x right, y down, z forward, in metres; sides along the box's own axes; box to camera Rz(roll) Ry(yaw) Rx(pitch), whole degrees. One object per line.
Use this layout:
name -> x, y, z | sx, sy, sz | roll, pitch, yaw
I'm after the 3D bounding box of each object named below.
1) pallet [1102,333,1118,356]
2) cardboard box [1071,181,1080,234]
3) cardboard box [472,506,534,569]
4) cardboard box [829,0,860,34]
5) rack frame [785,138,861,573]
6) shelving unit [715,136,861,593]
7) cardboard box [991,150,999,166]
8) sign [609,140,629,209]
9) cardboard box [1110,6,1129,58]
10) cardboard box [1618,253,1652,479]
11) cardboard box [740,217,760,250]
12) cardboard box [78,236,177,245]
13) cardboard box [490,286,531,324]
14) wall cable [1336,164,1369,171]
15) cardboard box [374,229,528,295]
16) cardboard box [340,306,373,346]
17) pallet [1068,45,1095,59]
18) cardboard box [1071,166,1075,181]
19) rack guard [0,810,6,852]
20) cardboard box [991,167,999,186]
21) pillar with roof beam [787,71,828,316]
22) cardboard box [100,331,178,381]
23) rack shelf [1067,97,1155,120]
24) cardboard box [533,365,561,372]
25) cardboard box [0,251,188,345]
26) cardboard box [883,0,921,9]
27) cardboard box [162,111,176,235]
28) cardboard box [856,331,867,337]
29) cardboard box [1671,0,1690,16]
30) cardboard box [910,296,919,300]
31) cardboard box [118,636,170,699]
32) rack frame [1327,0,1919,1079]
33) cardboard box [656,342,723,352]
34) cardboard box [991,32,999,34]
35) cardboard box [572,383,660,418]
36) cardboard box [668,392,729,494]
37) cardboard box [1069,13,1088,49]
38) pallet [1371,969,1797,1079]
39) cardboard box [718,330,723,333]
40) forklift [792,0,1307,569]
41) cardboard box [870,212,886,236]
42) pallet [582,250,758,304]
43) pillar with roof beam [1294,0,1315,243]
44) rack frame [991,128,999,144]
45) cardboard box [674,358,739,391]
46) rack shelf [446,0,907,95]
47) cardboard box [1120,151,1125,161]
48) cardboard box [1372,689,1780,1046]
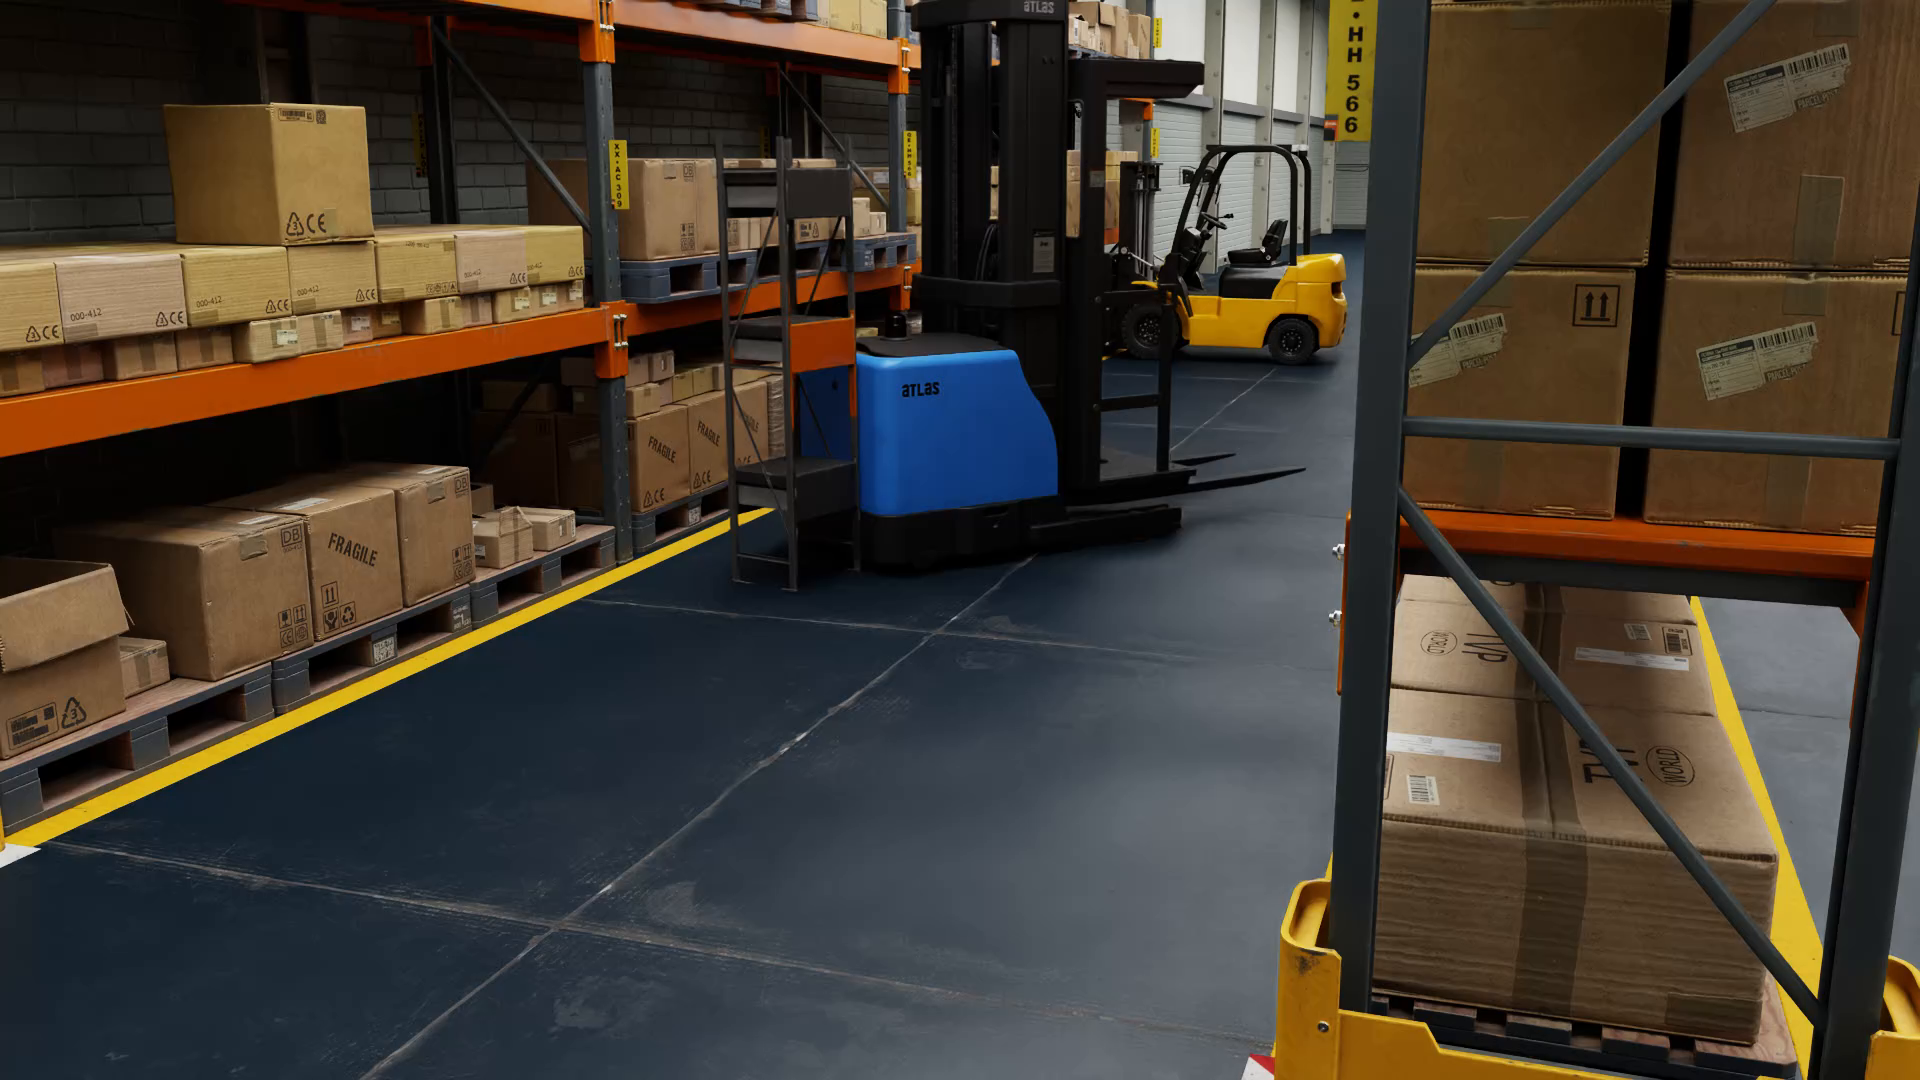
pallet -> 1.113, -2.126, 17.830 | 1.003, 0.211, 1.213 | 4, 14, 18
cardboard box -> 0.966, -3.298, 16.471 | 0.500, 0.500, 0.500 | 5, 14, 19
cardboard box -> -2.183, -0.037, 7.611 | 0.396, 0.266, 0.258 | 5, 14, 20
cardboard box -> -0.970, -3.379, 10.649 | 0.500, 0.250, 0.500 | 4, 14, 19
rack frame -> -0.668, -0.886, 8.142 | 0.400, 2.100, 0.015 | 8, 15, 34
shelving unit -> -0.807, -0.842, 7.946 | 0.431, 2.100, 0.503 | 8, 15, 34
cardboard box -> 0.240, -3.663, 15.943 | 0.380, 0.149, 0.250 | 4, 14, 19
sign -> -1.650, -1.764, 8.029 | 0.100, 0.325, 0.005 | 4, 14, 18
cardboard box -> 1.379, -5.351, 17.558 | 0.700, 0.500, 0.500 | 4, 14, 19
cardboard box -> 1.802, -0.418, 3.854 | 0.500, 0.500, 0.500 | 4, 13, 18
cardboard box -> -1.353, -1.783, 9.419 | 0.396, 0.266, 0.258 | 5, 14, 21
cardboard box -> -3.060, -1.047, 6.504 | 0.500, 0.250, 0.500 | 4, 14, 18
cardboard box -> -2.155, -1.059, 7.450 | 0.380, 0.149, 0.250 | 5, 14, 20
wall cable -> 12.550, -12.077, 48.655 | 3.097, 2.526, 0.112 | 4, 14, 18
cardboard box -> -2.248, -1.220, 7.260 | 0.500, 0.250, 0.500 | 4, 14, 19
cardboard box -> -2.546, -0.848, 6.526 | 0.380, 0.149, 0.250 | 4, 14, 18
pallet -> 0.674, -4.664, 16.141 | 1.003, 0.211, 1.213 | 4, 14, 18
cardboard box -> 0.915, -3.588, 16.286 | 0.380, 0.149, 0.250 | 4, 14, 18
rack guard -> -3.435, 0.666, 4.948 | 1.175, 0.500, 0.348 | 4, 14, 18
cardboard box -> 0.125, -3.008, 13.744 | 0.380, 0.149, 0.250 | 4, 13, 17
pillar with roof beam -> 2.771, -5.176, 11.441 | 9.100, 9.000, 0.400 | 4, 14, 18
cardboard box -> -2.863, -0.628, 5.561 | 0.380, 0.149, 0.250 | 5, 14, 20
rack shelf -> 1.070, -4.596, 17.261 | 1.077, 0.370, 4.000 | 4, 14, 18
cardboard box -> -2.169, -0.887, 9.351 | 0.380, 0.149, 0.250 | 5, 14, 19
cardboard box -> -2.895, -0.791, 5.382 | 0.500, 0.250, 0.500 | 5, 14, 19
cardboard box -> -0.471, -3.875, 11.840 | 0.380, 0.166, 0.250 | 4, 14, 18
cardboard box -> -2.899, -1.522, 6.900 | 0.500, 0.500, 0.500 | 4, 13, 17
cardboard box -> -0.850, -1.342, 11.342 | 0.380, 0.149, 0.250 | 4, 13, 15
cardboard box -> 1.632, -1.148, 3.347 | 0.380, 0.149, 0.250 | 5, 14, 20
cardboard box -> 0.006, -1.837, 14.689 | 0.875, 0.625, 0.625 | 4, 14, 18
cardboard box -> -2.998, 0.439, 5.784 | 0.380, 0.149, 0.250 | 4, 13, 16
rack frame -> 1.235, -0.181, 3.039 | 0.949, 2.616, 0.053 | 4, 14, 18
cardboard box -> -1.703, -1.160, 10.546 | 0.380, 0.149, 0.250 | 4, 14, 19
cardboard box -> 0.354, -4.404, 14.196 | 0.380, 0.149, 0.250 | 4, 14, 18
cardboard box -> -1.798, -0.738, 8.696 | 0.380, 0.149, 0.250 | 5, 14, 21
cardboard box -> -1.633, -0.564, 9.391 | 0.500, 0.500, 0.500 | 4, 14, 18
cardboard box -> 0.923, -4.894, 15.979 | 0.500, 0.311, 0.500 | 5, 14, 20
pallet -> 1.423, 1.005, 4.110 | 1.003, 0.211, 1.213 | 4, 14, 18
cardboard box -> -1.446, -1.382, 11.520 | 0.380, 0.149, 0.250 | 5, 14, 20
forklift -> 0.606, -1.513, 9.030 | 3.031, 2.935, 1.130 | -8, 15, -32
cardboard box -> -0.721, -2.138, 11.234 | 0.380, 0.149, 0.250 | 5, 14, 19
pallet -> -1.804, -1.446, 9.014 | 1.003, 0.211, 1.213 | 4, 14, 18
pillar with roof beam -> 12.478, -11.492, 39.116 | 9.100, 9.000, 0.400 | 4, 14, 18
rack frame -> 0.423, -3.064, 15.670 | 1.000, 3.000, 0.127 | 4, 14, 18
cardboard box -> -1.517, -0.965, 9.692 | 0.380, 0.149, 0.250 | 4, 14, 18
rack shelf -> -1.518, -2.912, 9.881 | 1.077, 0.370, 4.000 | 4, 14, 18
cardboard box -> 1.561, -4.104, 17.878 | 0.380, 0.149, 0.250 | 5, 14, 20
cardboard box -> 1.357, 0.718, 3.916 | 0.875, 0.438, 0.875 | 4, 13, 16
